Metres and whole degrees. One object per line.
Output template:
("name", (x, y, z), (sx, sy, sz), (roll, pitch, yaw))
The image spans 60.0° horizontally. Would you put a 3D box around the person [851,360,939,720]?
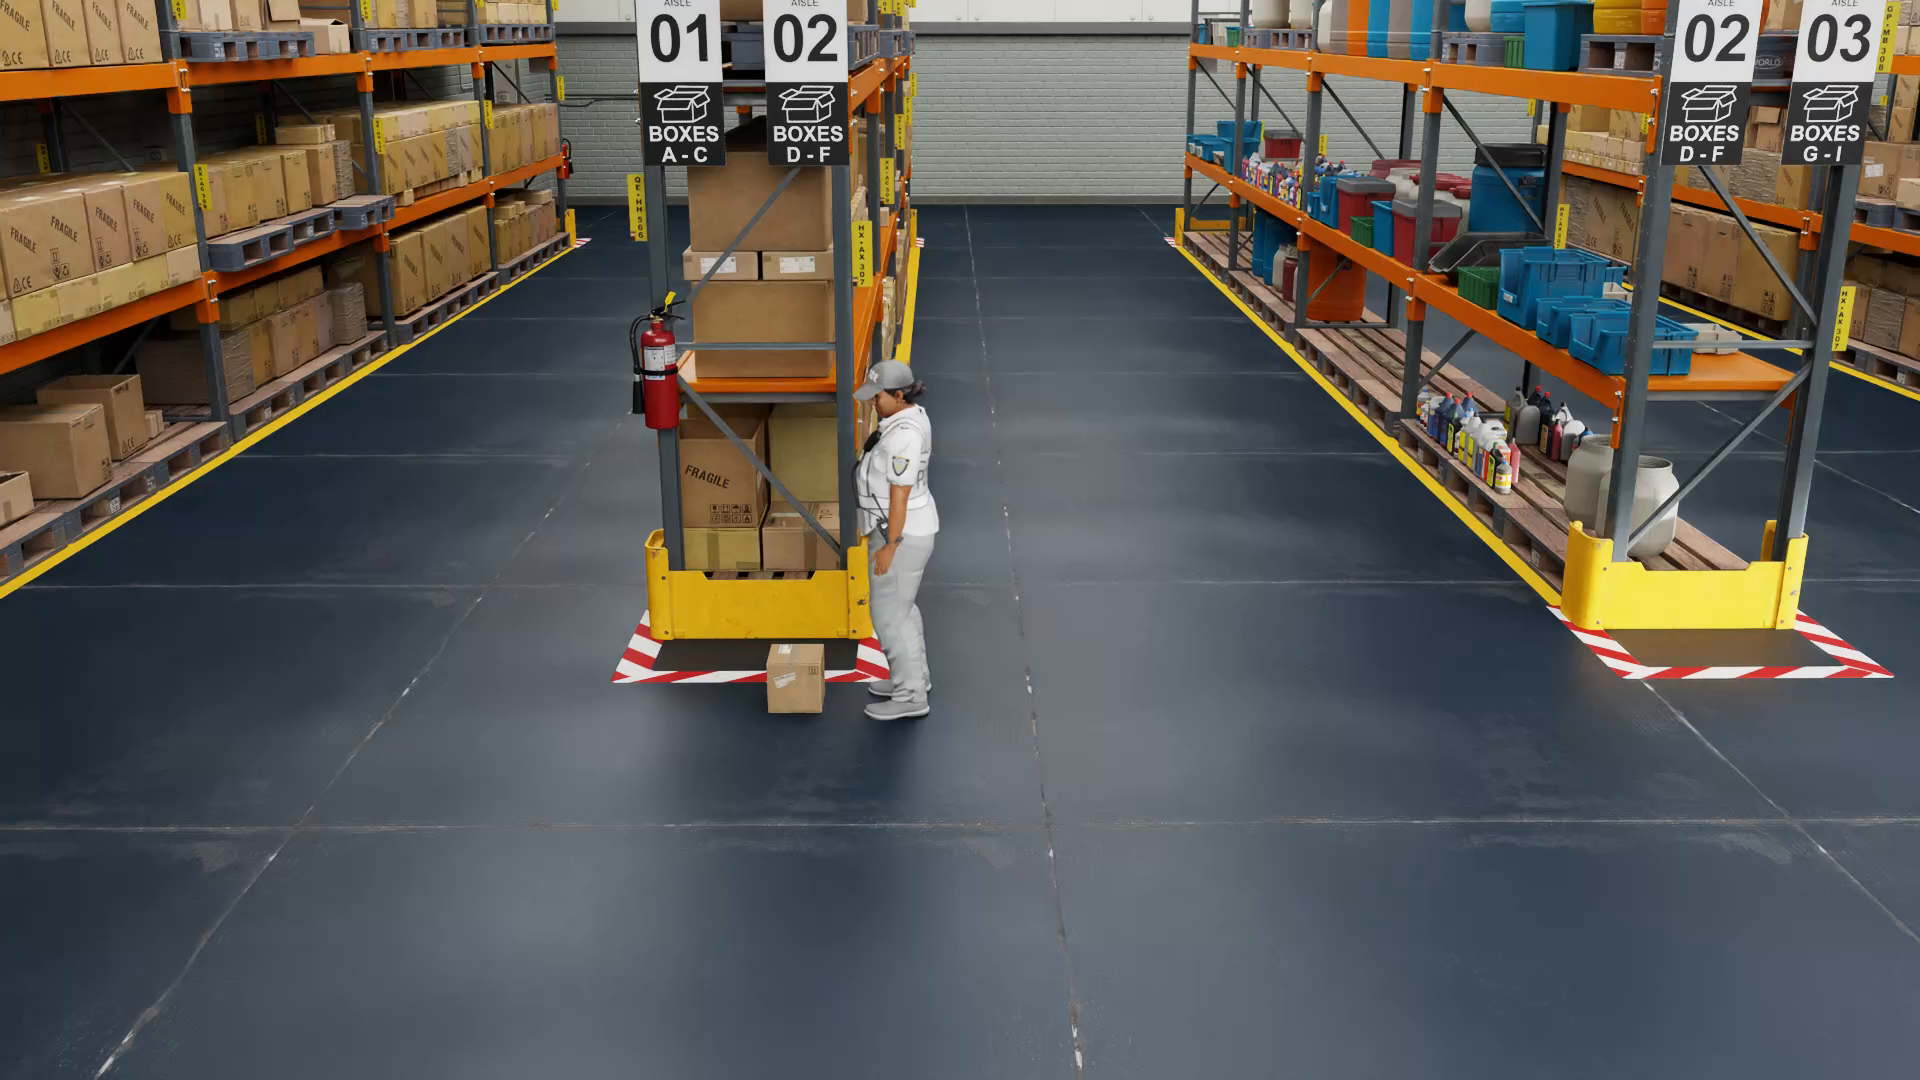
("person", (-0.289, -0.007, 7.592), (0.389, 1.657, 0.473), (0, 17, 0))
